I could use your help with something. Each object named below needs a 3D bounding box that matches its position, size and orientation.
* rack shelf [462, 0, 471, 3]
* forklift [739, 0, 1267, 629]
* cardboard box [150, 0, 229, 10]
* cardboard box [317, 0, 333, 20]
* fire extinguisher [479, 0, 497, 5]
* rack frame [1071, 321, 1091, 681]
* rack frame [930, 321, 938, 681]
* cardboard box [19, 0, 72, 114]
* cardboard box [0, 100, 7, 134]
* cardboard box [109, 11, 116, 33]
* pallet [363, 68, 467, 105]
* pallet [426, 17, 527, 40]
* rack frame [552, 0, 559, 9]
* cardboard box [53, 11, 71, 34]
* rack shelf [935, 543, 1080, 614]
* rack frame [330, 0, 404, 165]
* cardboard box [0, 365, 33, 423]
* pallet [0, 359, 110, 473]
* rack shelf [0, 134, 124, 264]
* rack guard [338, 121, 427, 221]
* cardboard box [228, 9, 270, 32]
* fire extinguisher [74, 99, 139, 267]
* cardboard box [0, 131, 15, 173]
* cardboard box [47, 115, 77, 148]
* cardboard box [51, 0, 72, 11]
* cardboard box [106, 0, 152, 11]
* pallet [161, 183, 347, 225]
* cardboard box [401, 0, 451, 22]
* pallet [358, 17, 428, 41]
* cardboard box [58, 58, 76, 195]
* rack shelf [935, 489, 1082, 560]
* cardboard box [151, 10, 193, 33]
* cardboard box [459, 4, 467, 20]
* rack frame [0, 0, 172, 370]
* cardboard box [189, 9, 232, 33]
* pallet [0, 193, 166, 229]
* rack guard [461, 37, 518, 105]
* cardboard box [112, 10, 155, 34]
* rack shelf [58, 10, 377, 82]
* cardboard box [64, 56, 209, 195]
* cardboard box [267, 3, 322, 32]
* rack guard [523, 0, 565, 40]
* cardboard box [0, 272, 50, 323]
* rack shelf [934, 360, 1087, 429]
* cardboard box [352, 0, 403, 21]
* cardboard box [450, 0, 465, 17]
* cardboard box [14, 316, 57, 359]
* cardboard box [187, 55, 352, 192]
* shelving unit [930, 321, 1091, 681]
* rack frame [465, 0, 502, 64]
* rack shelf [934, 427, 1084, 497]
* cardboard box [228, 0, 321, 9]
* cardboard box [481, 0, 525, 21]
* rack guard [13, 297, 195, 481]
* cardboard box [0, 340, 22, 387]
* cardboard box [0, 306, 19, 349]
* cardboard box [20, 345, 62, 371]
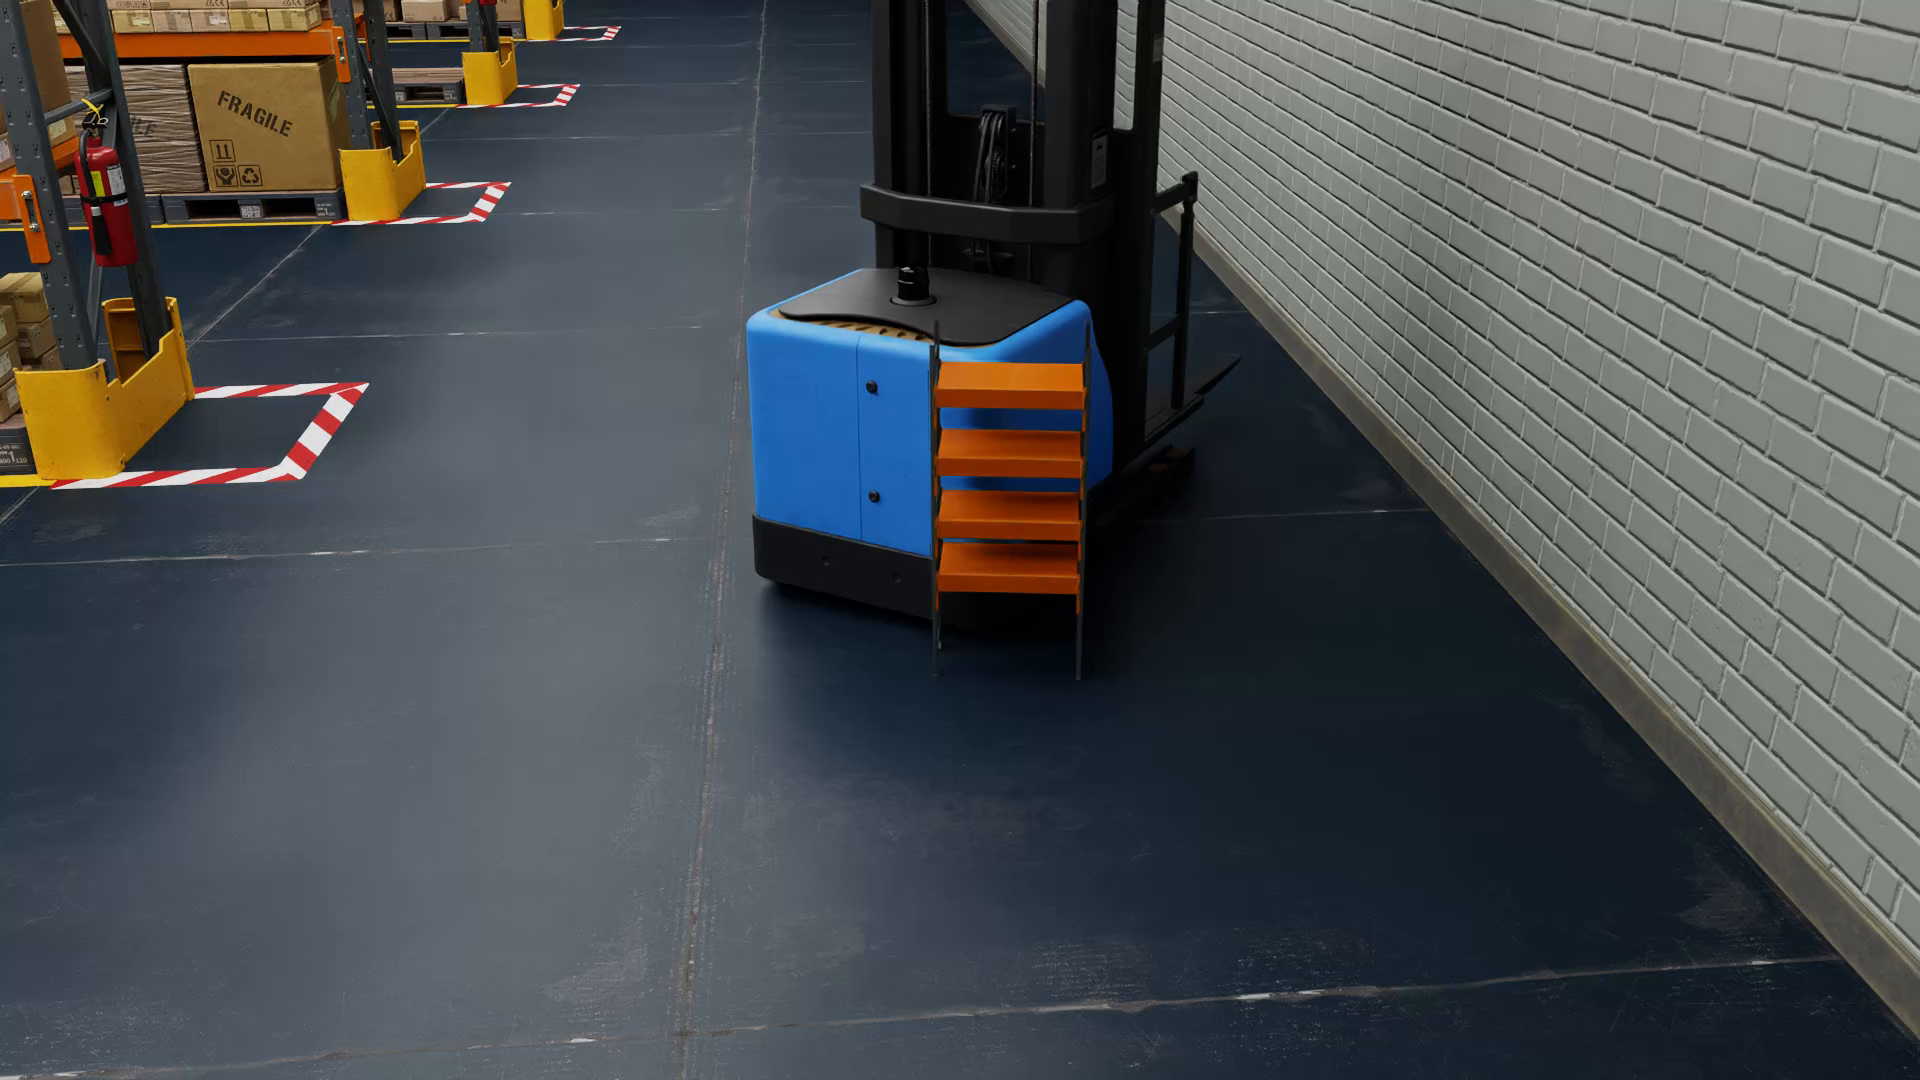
[{"bbox_3d":[-6.760,-5.479,16.269,4.000,0.370,1.077,-2,24,-5],"label":"rack shelf"},{"bbox_3d":[0.411,-1.575,6.684,1.130,2.935,3.031,15,28,30],"label":"forklift"},{"bbox_3d":[-5.244,-3.806,11.439,0.500,0.250,0.500,-3,24,-6],"label":"cardboard box"},{"bbox_3d":[-4.669,-3.890,12.118,0.250,0.149,0.380,-2,24,-5],"label":"cardboard box"},{"bbox_3d":[-4.575,-5.504,15.995,0.183,0.674,0.296,-2,24,-5],"label":"fire extinguisher"},{"bbox_3d":[0.401,-0.115,5.529,0.015,1.200,0.240,0,24,0],"label":"rack frame"},{"bbox_3d":[-0.087,-0.115,5.528,0.015,1.200,0.240,0,24,0],"label":"rack frame"},{"bbox_3d":[-4.370,-2.152,7.409,0.500,0.500,0.500,-1,24,-3],"label":"cardboard box"},{"bbox_3d":[-4.318,-1.936,6.924,0.500,0.500,0.500,-2,24,-4],"label":"cardboard box"},{"bbox_3d":[-5.880,-3.571,11.401,0.250,0.149,0.380,-2,24,-5],"label":"cardboard box"},{"bbox_3d":[-5.595,-4.596,16.830,1.213,0.211,1.003,-2,24,-5],"label":"pallet"},{"bbox_3d":[-6.122,-6.580,21.295,1.213,0.211,1.003,-2,24,-5],"label":"pallet"},{"bbox_3d":[-5.253,-7.890,20.808,0.127,3.000,1.000,-2,24,-5],"label":"rack frame"},{"bbox_3d":[-6.126,-3.563,11.381,0.250,0.149,0.380,-2,24,-4],"label":"cardboard box"},{"bbox_3d":[0.157,0.127,5.638,0.480,0.148,0.258,0,24,0],"label":"rack shelf"},{"bbox_3d":[-4.283,-3.886,11.799,0.127,3.000,1.000,-2,24,-5],"label":"rack frame"},{"bbox_3d":[-4.400,-0.661,7.536,0.250,0.149,0.380,-2,24,-4],"label":"cardboard box"},{"bbox_3d":[-4.784,-0.581,7.798,1.213,0.211,1.003,-2,24,-5],"label":"pallet"},{"bbox_3d":[-5.887,-1.468,7.246,4.000,0.370,1.077,-2,24,-5],"label":"rack shelf"},{"bbox_3d":[-4.259,-2.744,12.309,0.348,0.500,1.175,-2,24,-5],"label":"rack guard"},{"bbox_3d":[-4.864,-3.612,11.493,0.250,0.149,0.380,-2,24,-5],"label":"cardboard box"},{"bbox_3d":[-3.600,-1.494,6.974,0.183,0.674,0.296,-2,24,-5],"label":"fire extinguisher"},{"bbox_3d":[-4.193,-1.635,7.044,0.250,0.149,0.380,-2,24,-5],"label":"cardboard box"},{"bbox_3d":[-4.251,-1.881,7.599,0.250,0.149,0.380,-2,24,-6],"label":"cardboard box"},{"bbox_3d":[-6.269,-3.763,11.342,0.500,0.250,0.500,-2,24,-5],"label":"cardboard box"},{"bbox_3d":[-5.751,-3.786,11.393,0.500,0.250,0.500,-3,24,-7],"label":"cardboard box"},{"bbox_3d":[-5.071,-2.548,12.222,1.213,0.211,1.003,-2,24,-5],"label":"pallet"},{"bbox_3d":[-6.718,-6.687,20.946,0.500,0.250,0.500,-2,24,-5],"label":"cardboard box"},{"bbox_3d":[-7.333,-6.533,21.188,1.213,0.211,1.003,-2,24,-5],"label":"pallet"},{"bbox_3d":[-6.704,-2.977,11.853,0.875,0.875,0.875,-2,24,-5],"label":"cardboard box"},{"bbox_3d":[0.157,-0.054,5.556,0.480,0.148,0.258,0,24,0],"label":"rack shelf"},{"bbox_3d":[-5.363,-3.593,11.450,0.250,0.149,0.380,-2,24,-4],"label":"cardboard box"},{"bbox_3d":[-6.182,-6.695,21.066,0.250,0.166,0.380,-2,24,-5],"label":"cardboard box"},{"bbox_3d":[-3.896,-1.877,7.279,0.127,3.000,1.000,-2,24,-5],"label":"rack frame"},{"bbox_3d":[-5.115,-3.603,11.472,0.250,0.149,0.380,-2,24,-5],"label":"cardboard box"},{"bbox_3d":[-6.283,-2.500,12.115,1.213,0.211,1.003,-2,24,-5],"label":"pallet"},{"bbox_3d":[-4.747,-4.751,16.824,0.348,0.500,1.175,-2,24,-5],"label":"rack guard"},{"bbox_3d":[-5.621,-3.582,11.425,0.250,0.149,0.380,-3,24,-6],"label":"cardboard box"},{"bbox_3d":[-6.274,-3.477,11.765,4.000,0.370,1.077,-2,24,-5],"label":"rack shelf"},{"bbox_3d":[-5.818,-3.012,11.933,0.875,0.875,0.875,-2,24,-5],"label":"cardboard box"},{"bbox_3d":[-4.605,-3.623,11.518,0.250,0.149,0.380,-2,24,-4],"label":"cardboard box"},{"bbox_3d":[-5.329,-6.745,21.309,0.348,0.500,1.175,-2,24,-5],"label":"rack guard"},{"bbox_3d":[-4.451,-1.154,7.914,0.250,0.149,0.380,-3,24,-8],"label":"cardboard box"},{"bbox_3d":[0.157,-0.473,5.366,0.480,0.148,0.258,0,24,0],"label":"rack shelf"},{"bbox_3d":[-7.365,-6.867,21.039,0.637,0.503,0.797,-2,24,-5],"label":"cardboard box"},{"bbox_3d":[-6.320,-6.907,21.441,0.500,0.250,0.500,-2,24,-5],"label":"cardboard box"},{"bbox_3d":[-4.443,-0.985,7.899,0.250,0.149,0.380,-1,24,-3],"label":"cardboard box"},{"bbox_3d":[-4.912,-3.049,12.015,0.875,0.875,0.875,-2,24,-5],"label":"cardboard box"},{"bbox_3d":[0.157,-0.115,5.529,0.503,1.200,0.258,0,24,0],"label":"shelving unit"},{"bbox_3d":[-4.770,-5.888,16.303,0.127,3.000,1.000,-2,24,-5],"label":"rack frame"},{"bbox_3d":[0.157,-0.257,5.464,0.480,0.148,0.258,0,24,0],"label":"rack shelf"},{"bbox_3d":[-4.739,-3.826,11.484,0.500,0.250,0.500,-3,24,-6],"label":"cardboard box"},{"bbox_3d":[-5.770,-6.827,20.953,0.500,0.500,0.500,-2,24,-5],"label":"cardboard box"},{"bbox_3d":[-3.972,-0.731,7.780,0.348,0.500,1.175,-2,24,-5],"label":"rack guard"},{"bbox_3d":[-4.393,-0.765,7.406,0.250,0.149,0.380,-3,24,-7],"label":"cardboard box"},{"bbox_3d":[-4.398,-0.914,7.374,0.250,0.149,0.380,-2,24,-5],"label":"cardboard box"},{"bbox_3d":[-4.449,-0.874,8.017,0.250,0.149,0.380,-2,24,-4],"label":"cardboard box"}]
